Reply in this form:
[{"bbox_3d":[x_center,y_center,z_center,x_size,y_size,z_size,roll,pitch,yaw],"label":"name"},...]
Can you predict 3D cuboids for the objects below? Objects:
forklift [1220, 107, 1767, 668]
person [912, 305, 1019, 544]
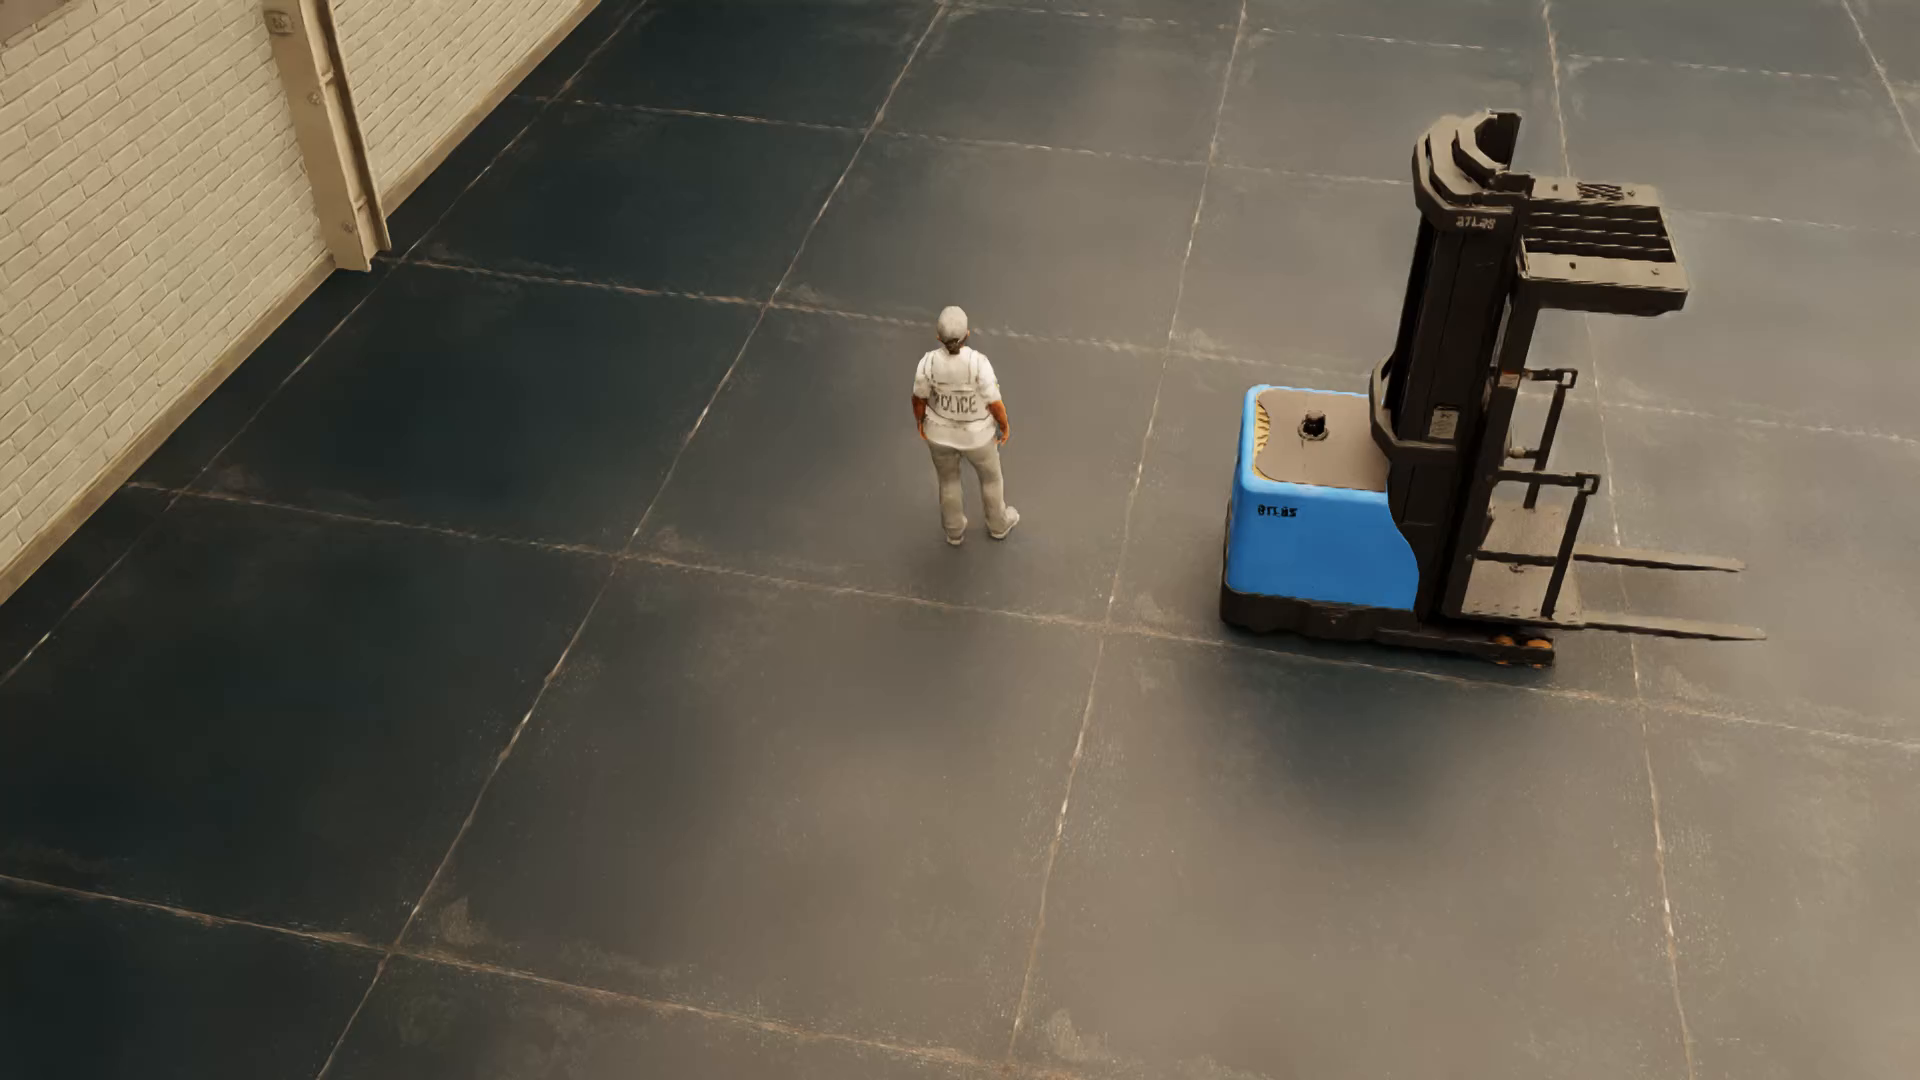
[{"bbox_3d":[3.086,-0.770,8.977,3.031,2.935,1.130,6,40,7],"label":"forklift"},{"bbox_3d":[0.039,-0.692,9.864,0.598,1.669,0.529,8,40,9],"label":"person"}]
